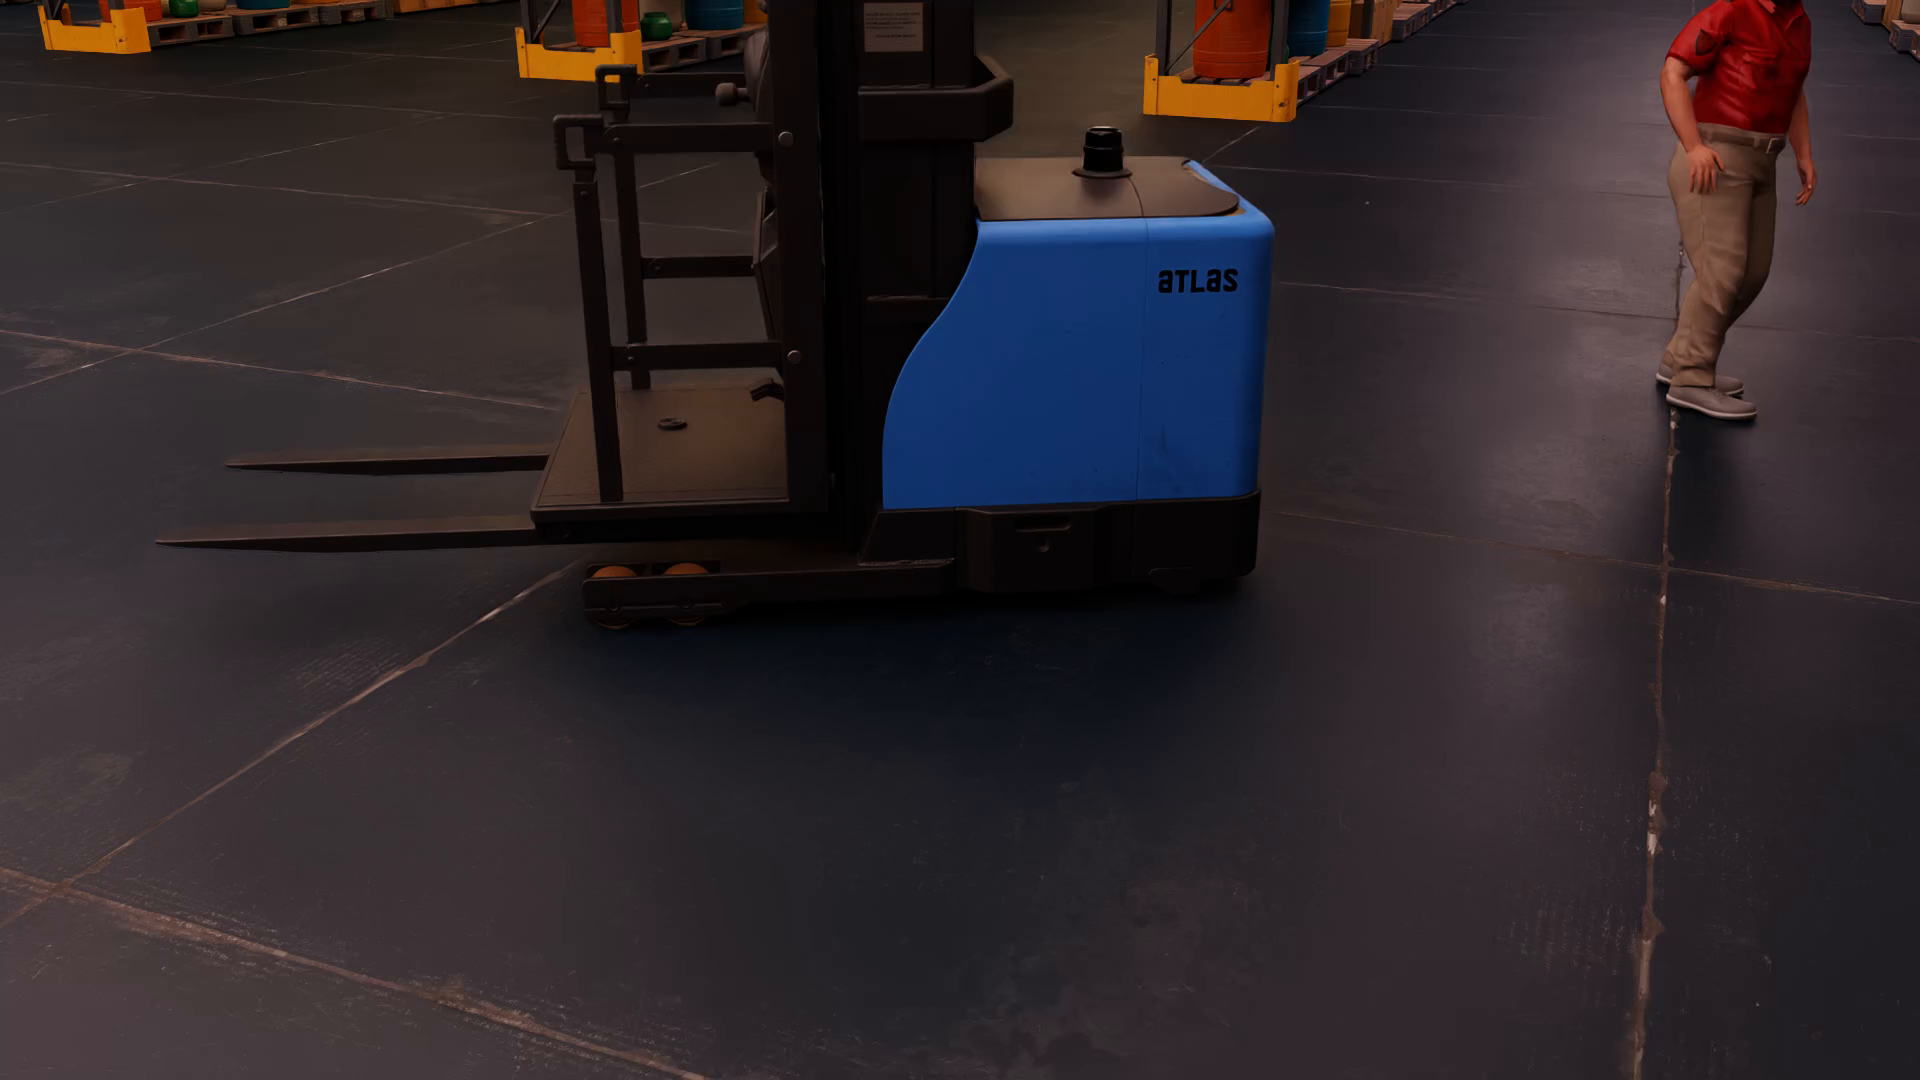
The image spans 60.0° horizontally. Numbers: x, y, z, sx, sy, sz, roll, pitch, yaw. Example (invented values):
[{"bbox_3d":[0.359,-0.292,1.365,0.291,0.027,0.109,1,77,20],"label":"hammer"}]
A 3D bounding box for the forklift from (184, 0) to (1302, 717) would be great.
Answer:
[{"bbox_3d":[-0.493,-1.212,4.191,3.031,2.935,1.130,-15,27,-32],"label":"forklift"}]

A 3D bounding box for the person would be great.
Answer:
[{"bbox_3d":[2.843,-1.351,6.086,0.554,1.731,0.376,-16,28,-34],"label":"person"}]
